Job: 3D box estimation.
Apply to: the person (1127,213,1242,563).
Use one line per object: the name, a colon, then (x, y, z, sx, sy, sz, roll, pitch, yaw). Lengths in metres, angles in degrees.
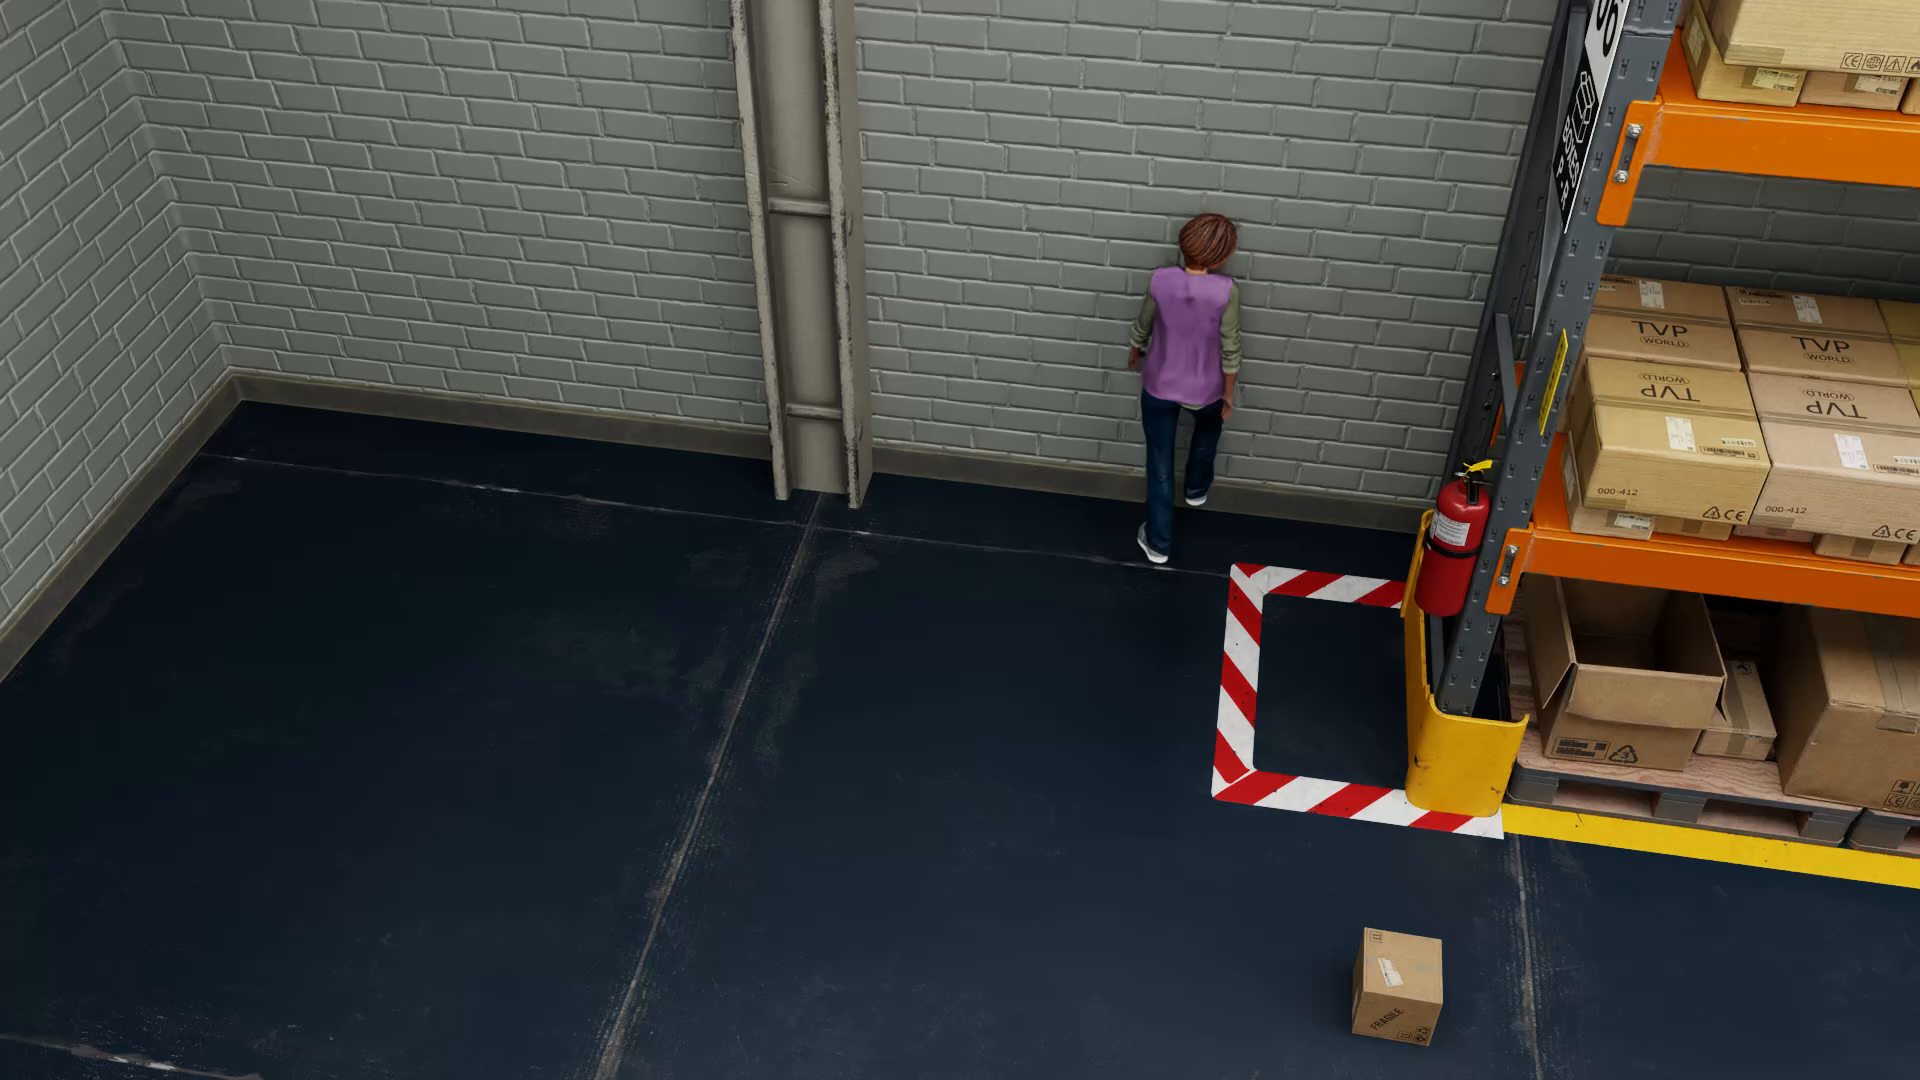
person: (0.919, -0.680, 6.923, 0.464, 1.569, 0.694, 7, 42, 8)
